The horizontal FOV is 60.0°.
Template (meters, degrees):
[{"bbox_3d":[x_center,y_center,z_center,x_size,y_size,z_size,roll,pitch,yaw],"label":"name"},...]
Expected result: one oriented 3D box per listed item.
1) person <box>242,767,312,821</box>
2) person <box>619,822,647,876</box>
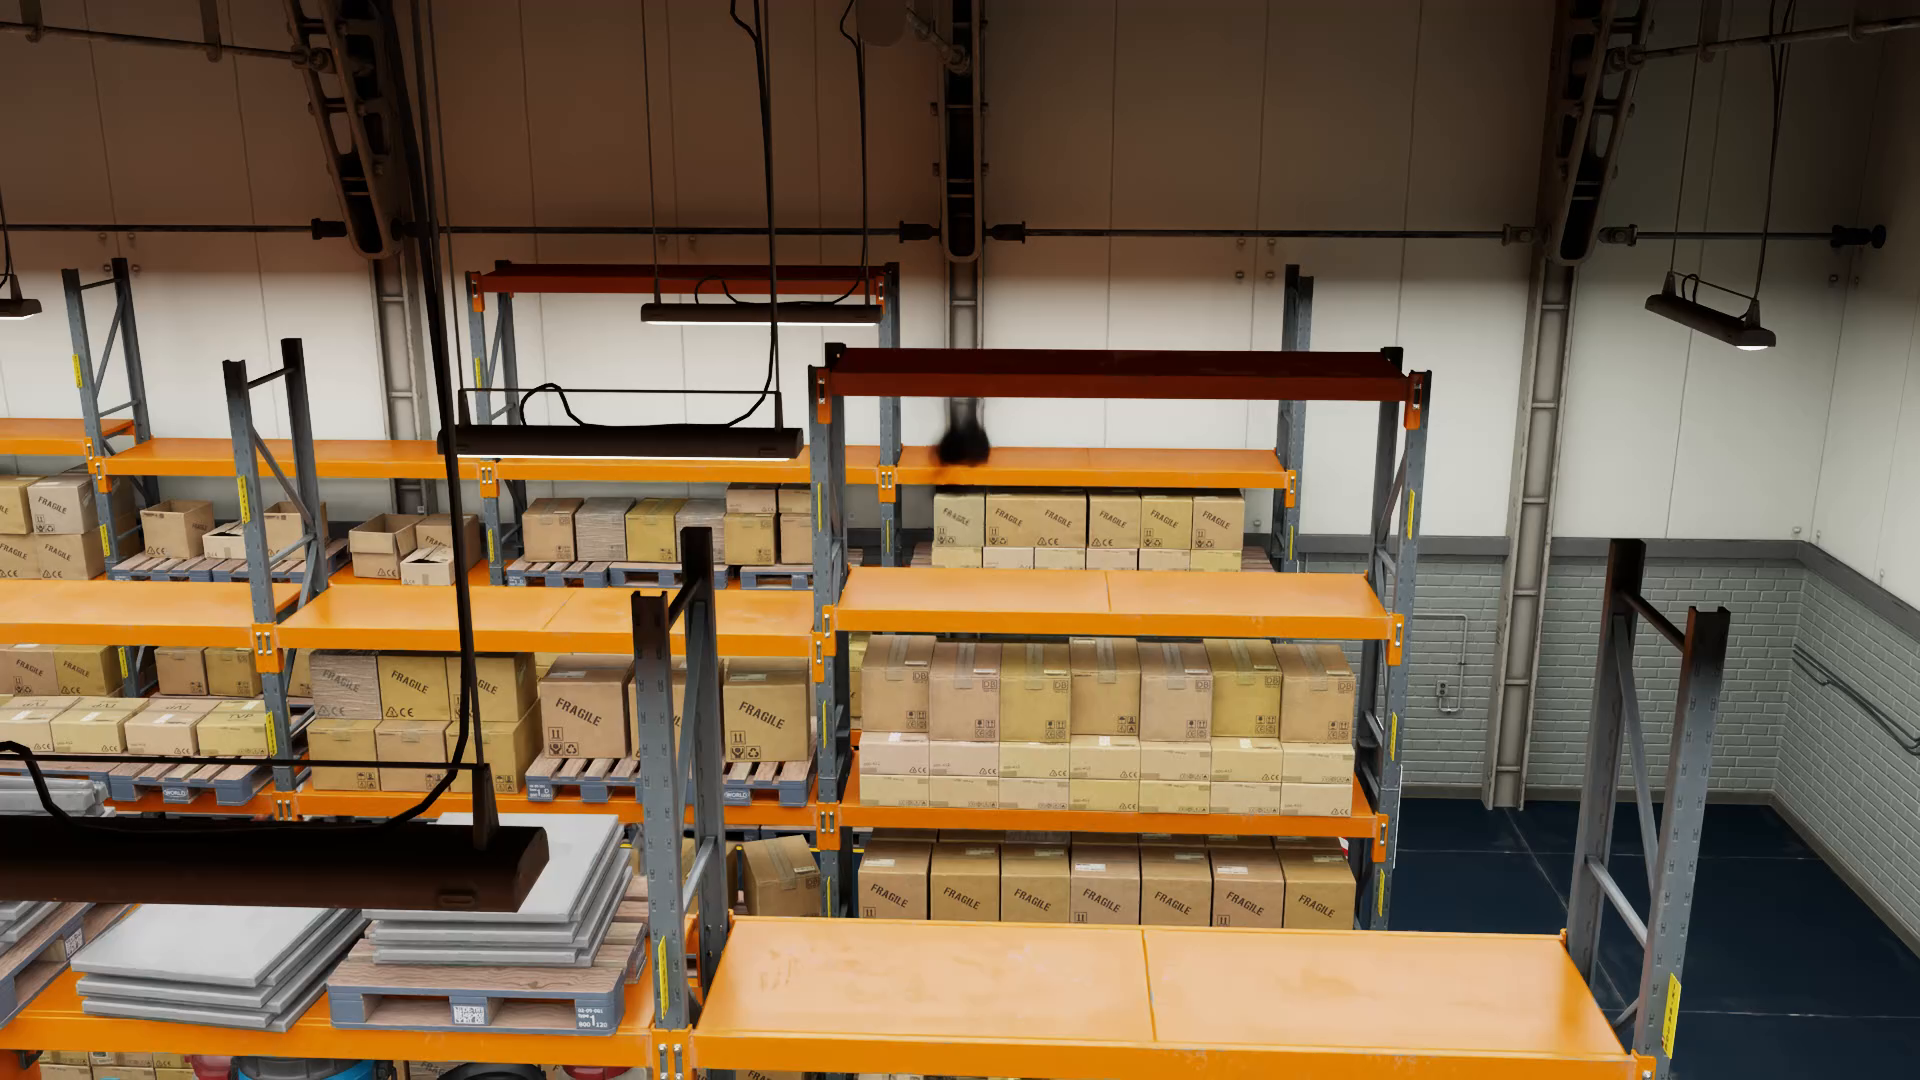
[{"bbox_3d":[-6.516,2.722,16.083,0.779,1.722,0.681,0,16,1],"label":"person"},{"bbox_3d":[-2.902,2.838,16.110,1.075,1.496,0.623,3,16,10],"label":"person"}]
